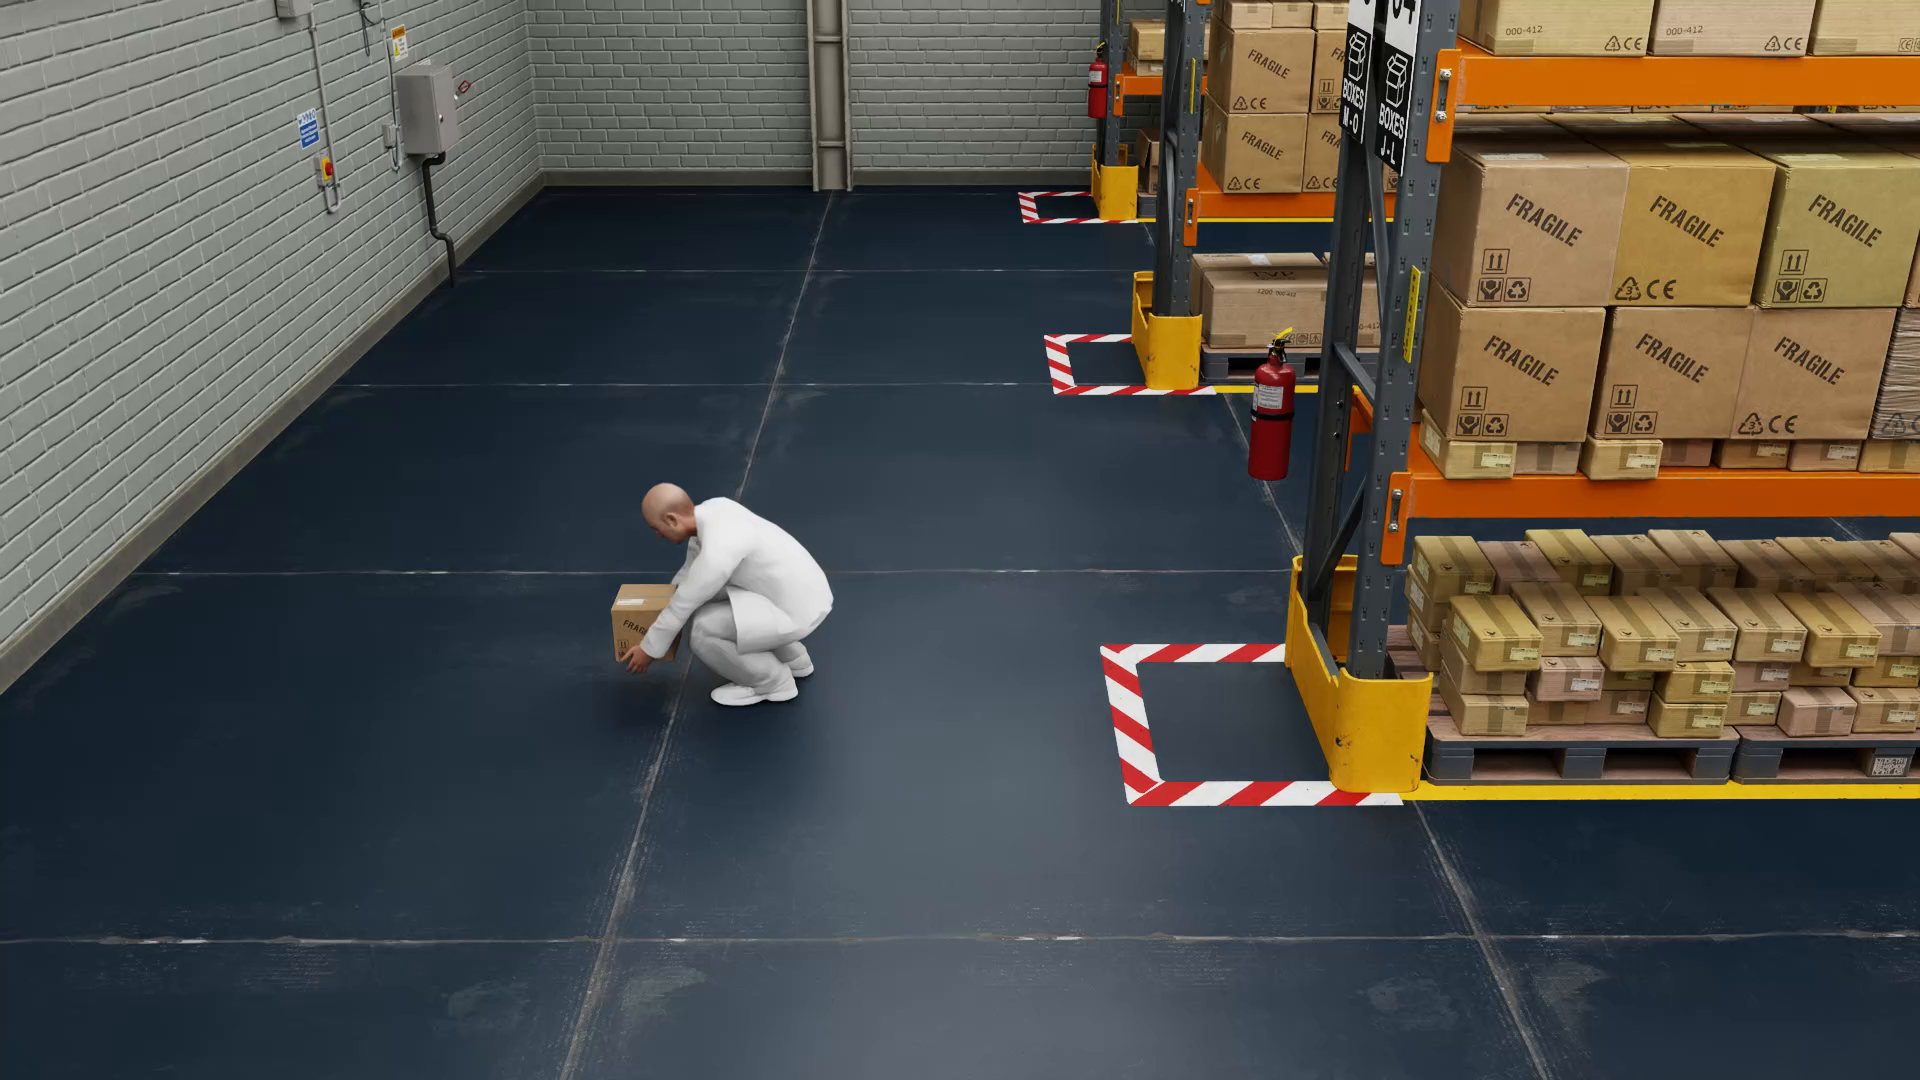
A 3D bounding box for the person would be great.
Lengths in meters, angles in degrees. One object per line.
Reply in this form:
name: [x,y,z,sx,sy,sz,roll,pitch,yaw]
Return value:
person: [-0.996,0.204,7.154,0.937,0.976,0.577,-1,24,-2]
